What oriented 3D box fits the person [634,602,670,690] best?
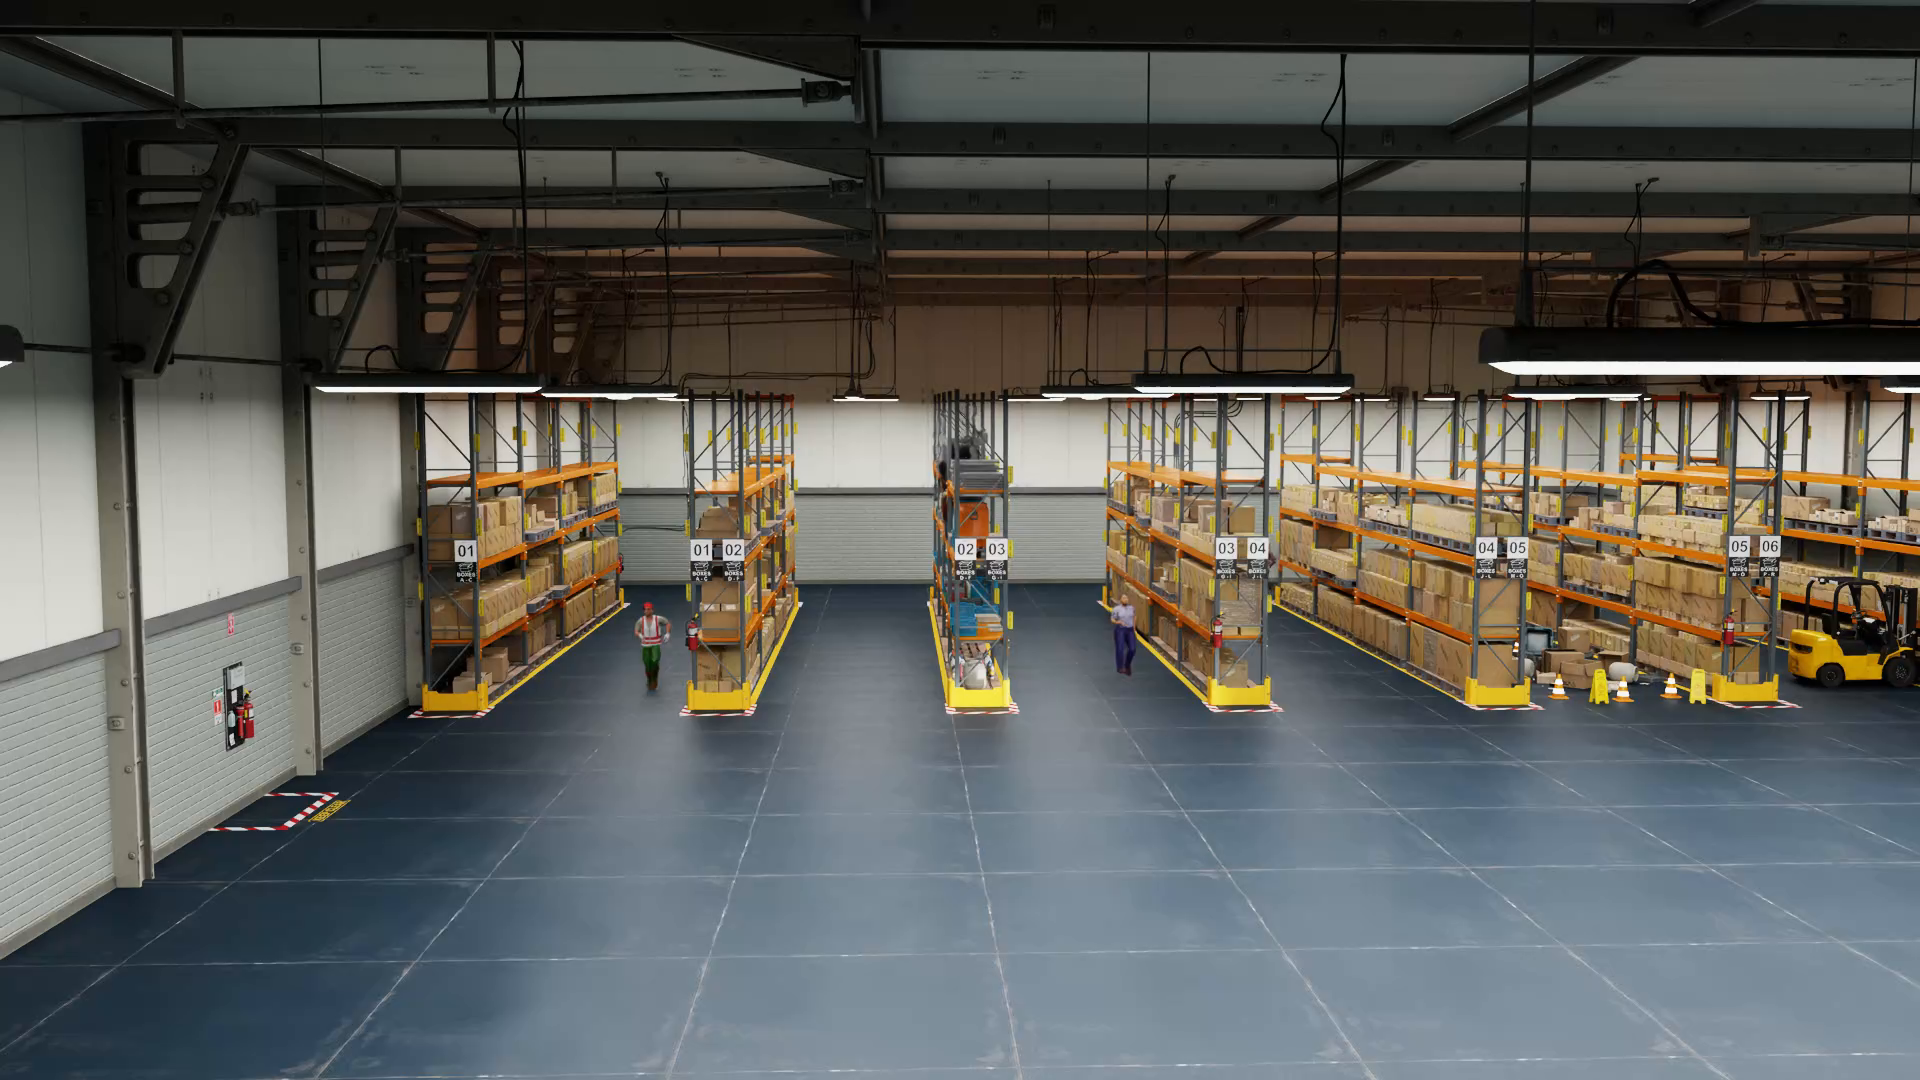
[{"bbox_3d":[-6.154,2.114,33.208,0.675,1.748,0.852,0,5,1],"label":"person"}]

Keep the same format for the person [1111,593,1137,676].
[{"bbox_3d":[3.339,1.925,33.474,0.591,1.679,0.576,-1,5,-12],"label":"person"}]

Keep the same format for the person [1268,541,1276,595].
[{"bbox_3d":[8.991,0.873,49.002,0.865,1.702,0.769,-1,5,-13],"label":"person"}]
